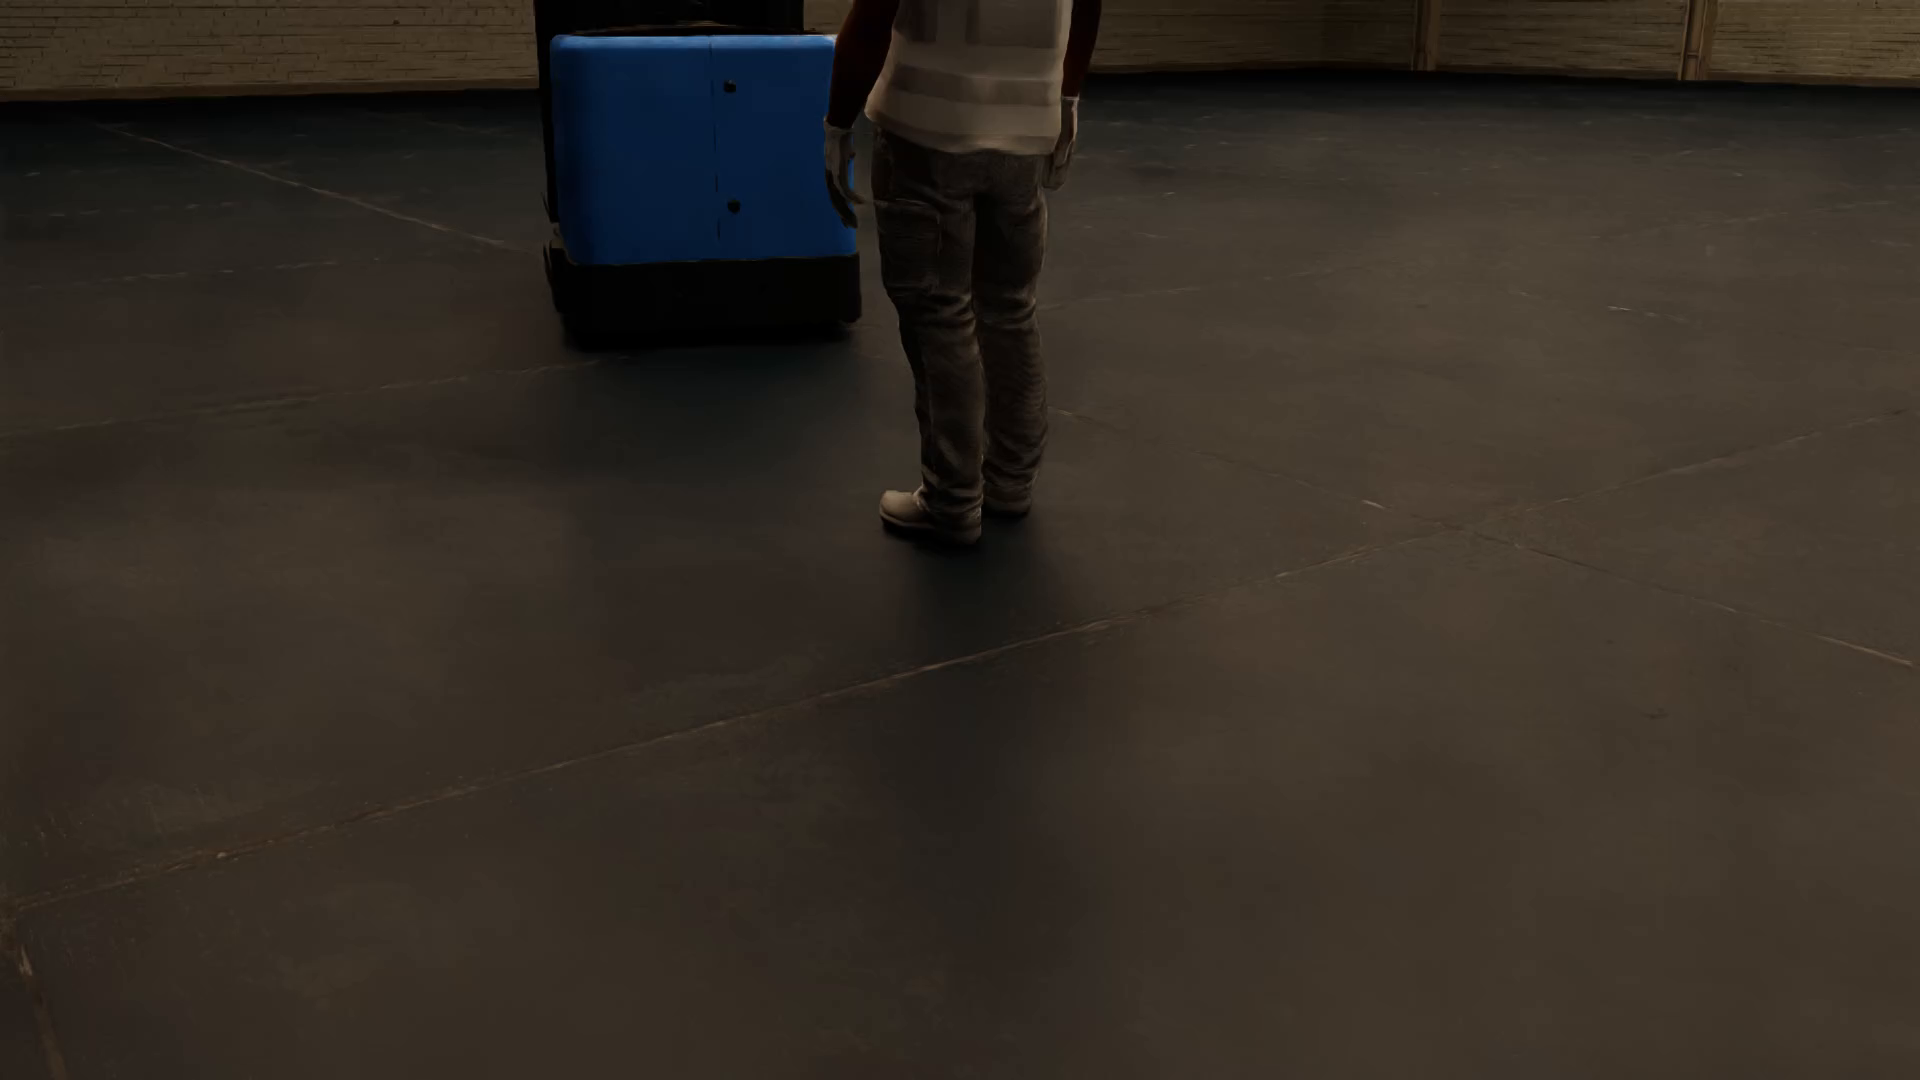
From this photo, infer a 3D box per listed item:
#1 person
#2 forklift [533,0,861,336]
[{"bbox_3d":[-0.035,-0.875,3.592,0.655,1.782,0.576,-12,21,-34],"label":"person"},{"bbox_3d":[-1.254,-2.536,6.948,1.130,2.935,3.031,-5,18,-15],"label":"forklift"}]
